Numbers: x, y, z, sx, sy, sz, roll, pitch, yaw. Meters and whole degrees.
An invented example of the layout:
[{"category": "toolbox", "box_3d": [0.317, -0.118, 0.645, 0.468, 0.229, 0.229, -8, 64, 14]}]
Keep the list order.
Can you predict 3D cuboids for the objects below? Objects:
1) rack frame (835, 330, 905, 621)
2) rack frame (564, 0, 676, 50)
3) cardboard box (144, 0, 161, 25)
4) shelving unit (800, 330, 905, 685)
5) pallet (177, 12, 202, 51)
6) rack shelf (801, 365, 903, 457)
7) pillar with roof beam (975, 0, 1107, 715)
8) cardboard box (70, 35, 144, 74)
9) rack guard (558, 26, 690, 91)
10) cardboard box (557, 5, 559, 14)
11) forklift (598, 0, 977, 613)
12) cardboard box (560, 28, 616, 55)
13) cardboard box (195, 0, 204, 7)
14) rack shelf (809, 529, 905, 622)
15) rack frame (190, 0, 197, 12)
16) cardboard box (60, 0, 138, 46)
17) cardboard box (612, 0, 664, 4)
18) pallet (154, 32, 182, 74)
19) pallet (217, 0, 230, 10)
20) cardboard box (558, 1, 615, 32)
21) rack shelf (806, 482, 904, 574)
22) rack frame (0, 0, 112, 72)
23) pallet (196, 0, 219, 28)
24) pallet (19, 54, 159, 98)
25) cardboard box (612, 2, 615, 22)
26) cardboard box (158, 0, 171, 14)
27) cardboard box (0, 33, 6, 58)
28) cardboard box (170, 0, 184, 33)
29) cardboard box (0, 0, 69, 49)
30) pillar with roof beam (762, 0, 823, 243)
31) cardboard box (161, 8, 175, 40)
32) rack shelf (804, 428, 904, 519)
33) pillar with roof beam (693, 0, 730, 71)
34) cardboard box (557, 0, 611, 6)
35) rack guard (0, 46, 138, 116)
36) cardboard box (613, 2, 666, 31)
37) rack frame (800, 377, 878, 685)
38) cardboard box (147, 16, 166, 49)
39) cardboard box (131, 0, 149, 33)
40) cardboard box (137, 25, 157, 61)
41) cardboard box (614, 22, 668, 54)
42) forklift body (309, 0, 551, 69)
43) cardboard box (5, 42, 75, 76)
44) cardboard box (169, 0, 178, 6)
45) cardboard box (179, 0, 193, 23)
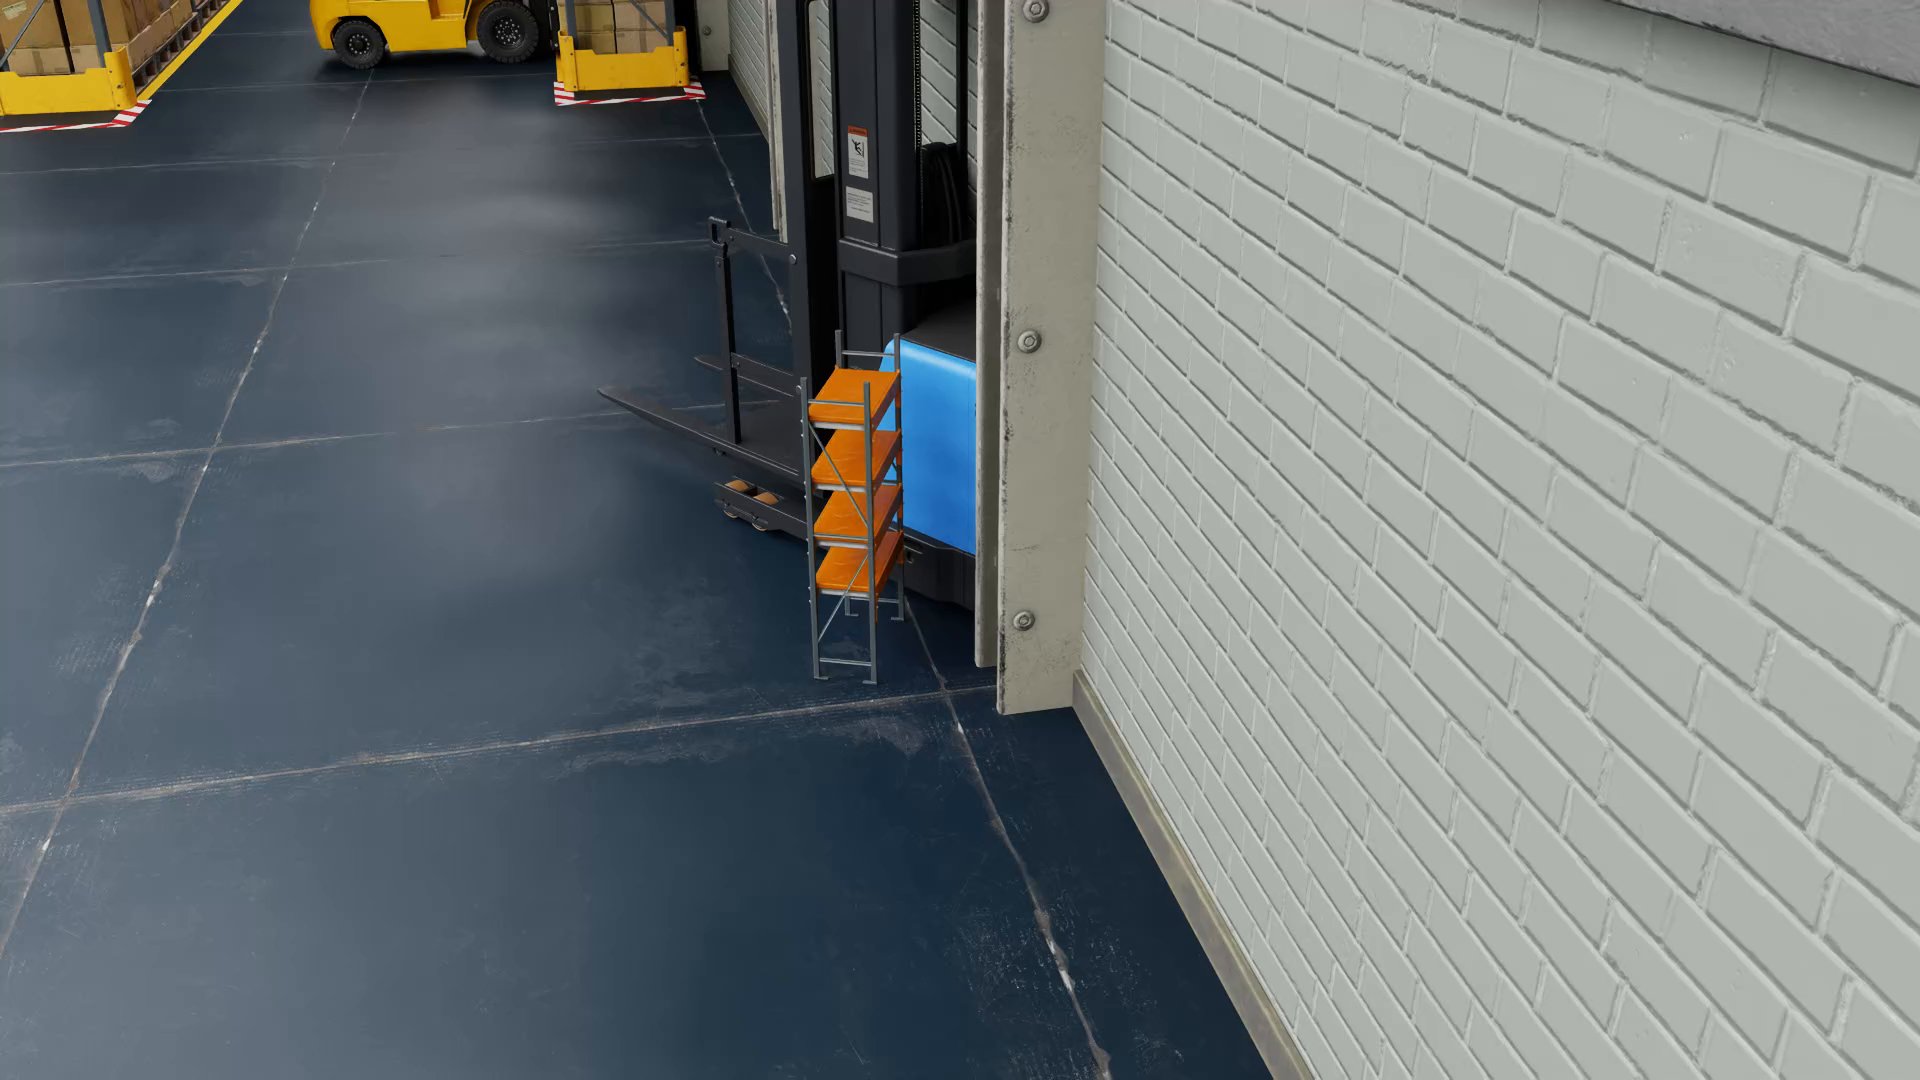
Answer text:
[{"category": "rack frame", "box_3d": [-0.339, -0.226, 6.366, 0.240, 1.200, 0.015, 5, 27, 9]}, {"category": "rack frame", "box_3d": [-3.176, -5.681, 15.176, 1.000, 3.000, 0.127, -6, 27, -12]}, {"category": "cardboard box", "box_3d": [-8.156, -5.313, 16.200, 0.500, 0.500, 0.500, -5, 27, -11]}, {"category": "shelving unit", "box_3d": [-0.382, -0.118, 6.152, 0.258, 1.200, 0.503, 5, 27, 9]}, {"category": "pallet", "box_3d": [-8.726, -5.395, 17.705, 1.003, 0.211, 1.213, -6, 27, -12]}, {"category": "rack shelf", "box_3d": [-0.382, -0.468, 5.975, 0.258, 0.148, 0.480, 5, 27, 9]}, {"category": "pillar with roof beam", "box_3d": [-3.944, -3.051, 3.308, 9.100, 9.000, 0.400, -6, 27, -12]}, {"category": "cardboard box", "box_3d": [-7.923, -4.517, 15.457, 0.500, 0.250, 0.500, -6, 27, -12]}, {"category": "rack guard", "box_3d": [-3.170, -4.555, 15.719, 1.175, 0.500, 0.348, -6, 27, -12]}, {"category": "cardboard box", "box_3d": [-3.829, -5.492, 16.832, 0.500, 0.250, 0.500, -7, 28, -13]}, {"category": "forklift", "box_3d": [-0.460, -1.501, 6.971, 3.031, 2.935, 1.130, 23, 35, 37]}, {"category": "cardboard box", "box_3d": [-3.589, -4.815, 16.046, 0.500, 0.250, 0.500, -6, 27, -11]}, {"category": "cardboard box", "box_3d": [-9.033, -6.176, 18.607, 0.950, 0.372, 0.625, -6, 27, -11]}, {"category": "rack shelf", "box_3d": [-0.382, 0.120, 6.271, 0.258, 0.148, 0.480, 5, 27, 9]}, {"category": "rack frame", "box_3d": [-8.912, -6.931, 17.654, 1.000, 3.000, 0.127, -6, 27, -12]}, {"category": "cardboard box", "box_3d": [-7.929, -4.863, 15.308, 0.500, 0.500, 0.500, -7, 28, -13]}, {"category": "cardboard box", "box_3d": [-3.099, -5.318, 15.932, 0.500, 0.250, 0.500, -6, 27, -12]}, {"category": "pallet", "box_3d": [-8.448, -4.859, 16.642, 1.003, 0.211, 1.213, -6, 27, -12]}, {"category": "pallet", "box_3d": [-9.367, -6.565, 20.022, 1.003, 0.211, 1.213, -6, 27, -12]}, {"category": "cardboard box", "box_3d": [-3.590, -5.046, 15.949, 0.500, 0.250, 0.500, -6, 27, -12]}, {"category": "rack shelf", "box_3d": [-0.382, -0.058, 6.182, 0.258, 0.148, 0.480, 5, 27, 9]}, {"category": "rack frame", "box_3d": [-8.011, -5.175, 14.175, 1.000, 3.000, 0.127, -6, 27, -12]}, {"category": "pallet", "box_3d": [-9.089, -6.028, 18.959, 1.003, 0.211, 1.213, -6, 27, -12]}, {"category": "pallet", "box_3d": [-8.176, -4.324, 15.583, 1.003, 0.211, 1.213, -6, 27, -12]}, {"category": "cardboard box", "box_3d": [-3.203, -5.311, 16.474, 0.500, 0.250, 0.500, -6, 27, -12]}, {"category": "cardboard box", "box_3d": [-8.285, -5.547, 16.663, 0.500, 0.500, 0.500, -5, 27, -9]}, {"category": "cardboard box", "box_3d": [-9.996, -5.208, 17.011, 0.500, 0.500, 0.500, 13, 30, 24]}, {"category": "cardboard box", "box_3d": [-8.387, -5.426, 17.257, 0.500, 0.250, 0.500, -7, 28, -13]}, {"category": "cardboard box", "box_3d": [-8.445, -4.795, 15.175, 0.500, 0.500, 0.500, -6, 27, -11]}, {"category": "pillar with roof beam", "box_3d": [-5.296, -5.685, 8.527, 9.100, 9.000, 0.400, -6, 27, -12]}, {"category": "cardboard box", "box_3d": [-8.277, -5.203, 16.814, 0.500, 0.250, 0.500, -6, 27, -11]}, {"category": "rack shelf", "box_3d": [-0.382, -0.257, 6.081, 0.258, 0.148, 0.480, 5, 27, 9]}, {"category": "pillar with roof beam", "box_3d": [-6.649, -8.319, 13.745, 9.100, 9.000, 0.400, -6, 27, -12]}, {"category": "cardboard box", "box_3d": [-3.583, -5.258, 15.814, 0.500, 0.250, 0.500, -5, 27, -10]}, {"category": "rack guard", "box_3d": [-8.028, -4.093, 14.804, 1.175, 0.500, 0.348, -6, 27, -12]}, {"category": "cardboard box", "box_3d": [-3.079, -5.092, 16.039, 0.500, 0.250, 0.500, -5, 27, -11]}, {"category": "rack frame", "box_3d": [-0.426, -0.009, 5.937, 0.240, 1.200, 0.015, 5, 27, 9]}, {"category": "cardboard box", "box_3d": [-8.166, -4.981, 16.374, 0.500, 0.250, 0.500, -4, 27, -8]}, {"category": "cardboard box", "box_3d": [-8.051, -5.092, 15.762, 0.500, 0.500, 0.500, -7, 28, -14]}, {"category": "cardboard box", "box_3d": [-8.031, -4.742, 15.902, 0.500, 0.250, 0.500, -5, 27, -10]}, {"category": "cardboard box", "box_3d": [-3.096, -4.876, 16.168, 0.500, 0.250, 0.500, -6, 27, -11]}, {"category": "forklift body", "box_3d": [-5.380, -5.949, 16.650, 2.313, 2.155, 1.214, -6, 27, -12]}, {"category": "cardboard box", "box_3d": [-8.460, -4.473, 15.369, 0.500, 0.250, 0.500, -6, 27, -12]}, {"category": "cardboard box", "box_3d": [-8.401, -5.770, 17.107, 0.500, 0.500, 0.500, -5, 27, -11]}, {"category": "cardboard box", "box_3d": [-8.517, -5.659, 17.718, 0.500, 0.250, 0.500, -5, 27, -9]}]
